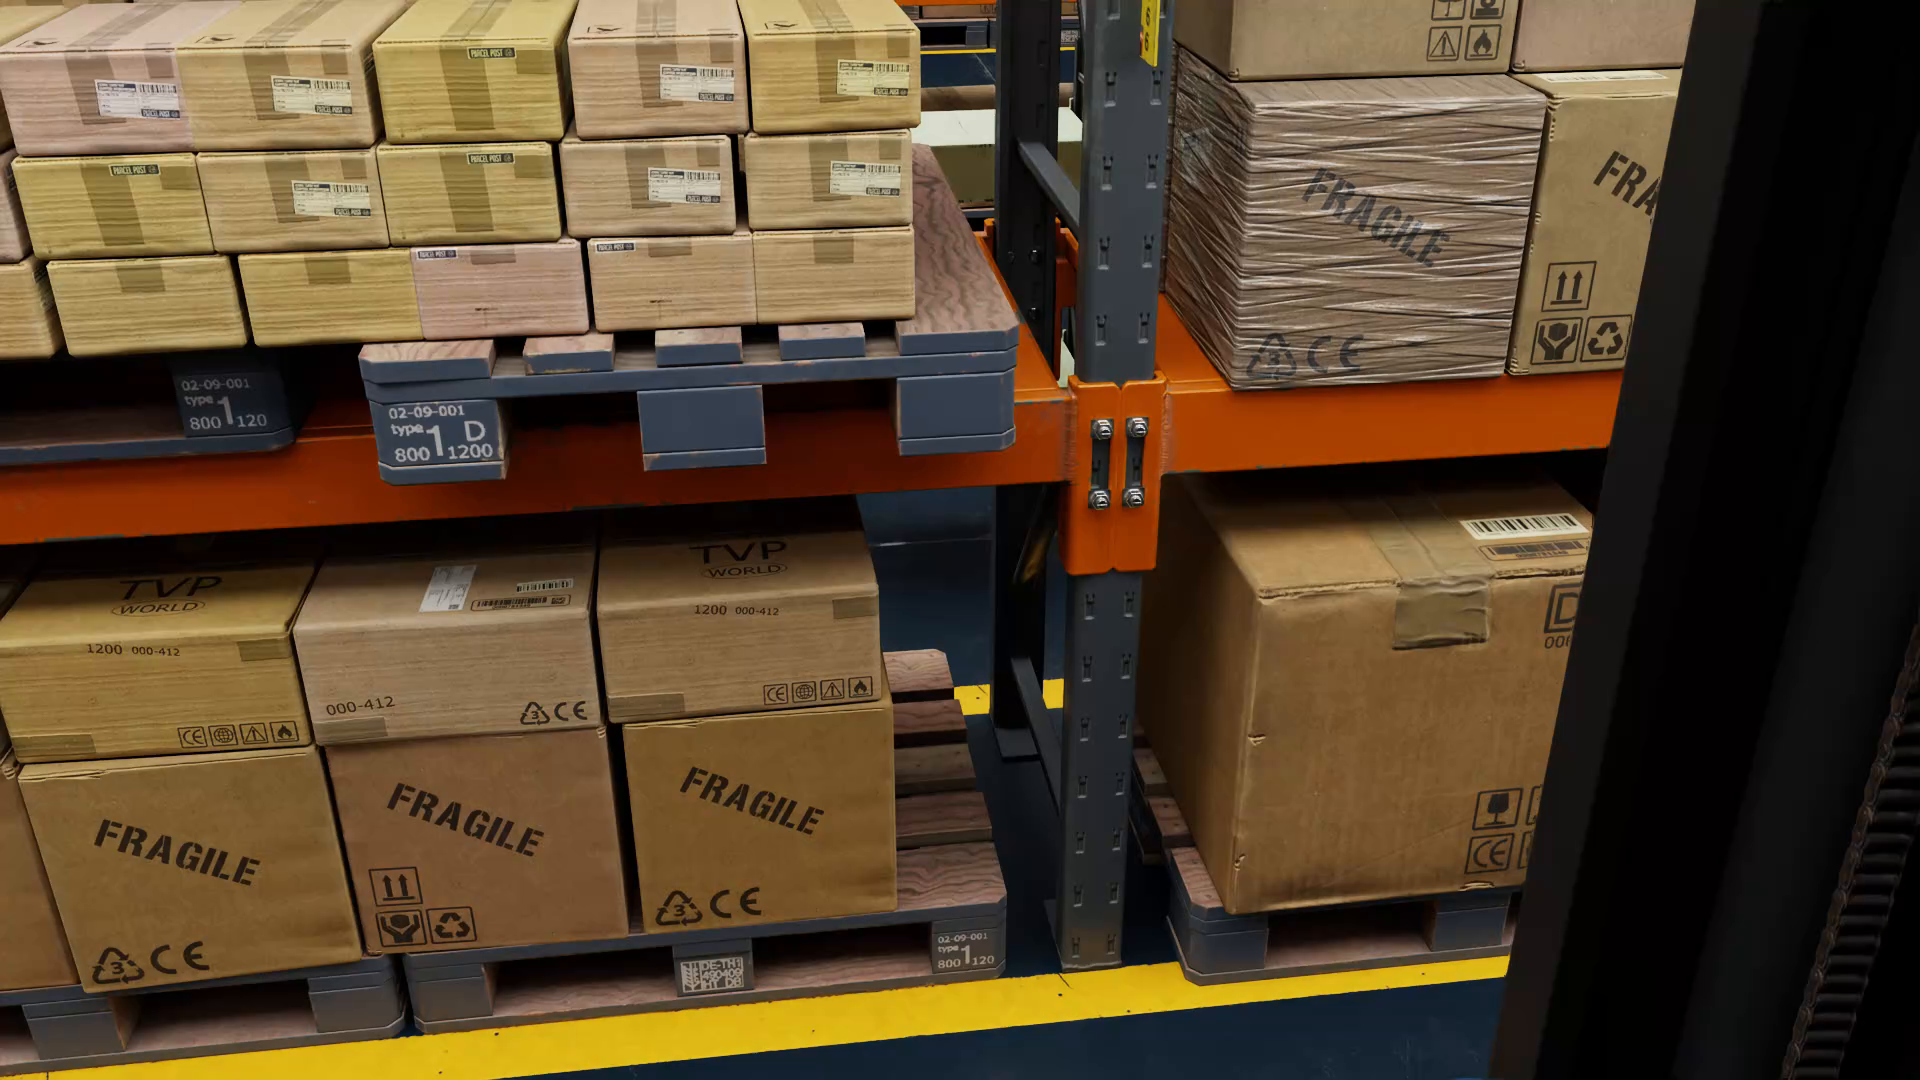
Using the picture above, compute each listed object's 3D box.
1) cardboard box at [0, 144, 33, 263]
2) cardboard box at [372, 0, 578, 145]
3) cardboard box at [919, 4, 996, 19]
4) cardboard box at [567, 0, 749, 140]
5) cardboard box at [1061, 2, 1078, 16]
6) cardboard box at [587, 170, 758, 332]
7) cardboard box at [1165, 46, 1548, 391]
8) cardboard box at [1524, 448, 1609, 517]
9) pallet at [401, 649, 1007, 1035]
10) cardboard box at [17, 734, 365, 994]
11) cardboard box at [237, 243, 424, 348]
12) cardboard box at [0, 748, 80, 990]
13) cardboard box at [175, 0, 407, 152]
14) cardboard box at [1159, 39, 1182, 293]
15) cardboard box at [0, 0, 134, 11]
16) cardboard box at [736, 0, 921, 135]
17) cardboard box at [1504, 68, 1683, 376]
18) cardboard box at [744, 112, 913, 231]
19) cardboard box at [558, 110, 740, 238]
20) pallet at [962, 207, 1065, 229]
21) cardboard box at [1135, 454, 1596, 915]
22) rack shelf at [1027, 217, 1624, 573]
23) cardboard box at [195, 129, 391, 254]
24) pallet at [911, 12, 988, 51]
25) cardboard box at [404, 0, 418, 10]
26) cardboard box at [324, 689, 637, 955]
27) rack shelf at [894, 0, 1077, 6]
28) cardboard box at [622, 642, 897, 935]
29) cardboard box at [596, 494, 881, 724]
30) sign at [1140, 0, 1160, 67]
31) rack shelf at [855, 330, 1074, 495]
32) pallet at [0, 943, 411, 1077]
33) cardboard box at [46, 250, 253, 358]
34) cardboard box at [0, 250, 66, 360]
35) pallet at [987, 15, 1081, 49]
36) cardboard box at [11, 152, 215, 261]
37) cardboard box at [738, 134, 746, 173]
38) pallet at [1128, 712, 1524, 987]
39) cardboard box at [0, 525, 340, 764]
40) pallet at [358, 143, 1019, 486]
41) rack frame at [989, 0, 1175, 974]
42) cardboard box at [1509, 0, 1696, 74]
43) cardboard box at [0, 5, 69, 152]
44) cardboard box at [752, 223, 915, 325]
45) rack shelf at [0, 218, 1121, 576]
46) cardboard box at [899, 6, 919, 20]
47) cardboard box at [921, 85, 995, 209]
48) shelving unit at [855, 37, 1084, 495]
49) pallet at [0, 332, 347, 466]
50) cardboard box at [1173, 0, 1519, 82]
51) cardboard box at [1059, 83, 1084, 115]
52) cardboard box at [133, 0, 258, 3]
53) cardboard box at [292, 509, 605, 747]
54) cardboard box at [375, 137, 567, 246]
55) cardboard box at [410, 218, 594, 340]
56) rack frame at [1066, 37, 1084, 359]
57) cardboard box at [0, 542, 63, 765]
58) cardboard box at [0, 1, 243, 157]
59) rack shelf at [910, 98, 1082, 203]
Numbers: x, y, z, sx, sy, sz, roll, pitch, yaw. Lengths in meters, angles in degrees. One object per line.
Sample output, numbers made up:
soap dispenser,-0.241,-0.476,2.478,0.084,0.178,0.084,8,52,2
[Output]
cardboard box,-1.495,-0.543,2.513,0.250,0.149,0.380,-3,27,-6
cardboard box,-0.722,-0.726,2.543,0.250,0.149,0.380,-3,27,-6
cardboard box,-0.012,-4.340,12.564,0.625,0.625,0.875,-3,27,-5
cardboard box,-0.463,-0.743,2.575,0.250,0.149,0.380,-4,27,-8
cardboard box,0.655,-4.383,12.648,0.625,0.625,0.875,-5,28,-9
cardboard box,-0.463,-0.477,2.709,0.250,0.149,0.380,-4,27,-7
cardboard box,0.690,-0.607,3.038,0.500,0.500,0.500,-3,27,-7
cardboard box,1.688,0.103,3.769,0.750,0.750,1.050,-3,27,-6
pallet,-0.567,0.633,3.784,1.213,0.211,1.003,-4,27,-7
cardboard box,-1.444,0.501,3.265,0.500,0.500,0.500,-5,28,-9
cardboard box,-0.965,-0.446,2.650,0.250,0.149,0.380,-4,27,-8
cardboard box,-1.944,0.523,3.224,0.500,0.500,0.500,-3,27,-6
cardboard box,-0.986,-0.707,2.506,0.250,0.149,0.380,-3,27,-6
cardboard box,0.616,-0.851,3.513,0.500,0.500,0.500,-4,27,-7
cardboard box,-1.579,-0.970,3.018,0.250,0.149,0.380,-3,27,-6
cardboard box,-0.214,-0.758,2.604,0.250,0.149,0.380,-5,28,-9
cardboard box,1.193,-0.641,3.104,0.500,0.500,0.500,-4,27,-8
cardboard box,-0.218,-0.626,2.674,0.250,0.149,0.380,-3,27,-6
cardboard box,-0.482,-0.609,2.640,0.250,0.149,0.380,-3,27,-5
pallet,0.192,-1.696,8.324,1.213,0.211,1.003,-4,27,-7
cardboard box,0.823,0.160,3.657,0.750,0.750,1.050,-4,27,-8
rack shelf,2.188,-0.463,3.655,4.000,0.370,1.077,-4,27,-7
cardboard box,-0.990,-0.575,2.574,0.250,0.149,0.380,-4,27,-7
pallet,-0.457,-3.925,12.669,1.213,0.211,1.003,-4,27,-7
cardboard box,-1.049,-1.006,3.088,0.250,0.149,0.380,-5,28,-9
cardboard box,-0.922,0.460,3.345,0.500,0.500,0.500,-3,27,-5
rack shelf,1.398,-2.695,8.004,4.000,0.370,1.077,-4,27,-7
cardboard box,-0.408,0.429,3.406,0.500,0.500,0.500,-4,27,-7
cardboard box,-0.433,0.097,3.231,0.500,0.250,0.500,-4,27,-8
sign,0.292,-0.891,2.520,0.005,0.325,0.100,-4,27,-7
rack shelf,0.007,-0.378,5.057,0.720,0.370,0.431,-4,27,-7
pallet,-1.772,0.710,3.636,1.213,0.211,1.003,-4,27,-7
cardboard box,-1.231,-0.429,2.615,0.250,0.149,0.380,-5,28,-9
cardboard box,-1.488,-0.413,2.584,0.250,0.149,0.380,-3,27,-6
pallet,0.749,-4.001,12.817,1.213,0.211,1.003,-4,27,-7
cardboard box,-1.237,-0.560,2.546,0.250,0.149,0.380,-4,27,-7
cardboard box,-0.529,-0.777,3.294,0.250,0.149,0.380,-2,27,-5
pallet,0.999,0.568,3.911,1.213,0.211,1.003,-4,27,-7
cardboard box,-1.437,0.160,3.110,0.500,0.250,0.500,-3,27,-6
pallet,-0.483,-0.477,3.105,1.003,0.211,1.213,-4,27,-7
rack frame,0.207,-0.656,3.243,0.127,3.000,1.000,-4,27,-7
cardboard box,1.154,-1.202,3.103,0.500,0.500,0.700,-4,27,-8
cardboard box,-1.495,-0.676,2.446,0.250,0.149,0.380,-2,27,-5
cardboard box,-0.217,-0.492,2.739,0.250,0.149,0.380,-3,27,-6
rack shelf,-1.773,-0.209,3.160,4.000,0.370,1.077,-4,27,-7
cardboard box,-0.658,-4.295,12.476,0.625,0.625,0.875,-3,27,-5
cardboard box,-0.021,-1.937,8.157,0.625,0.372,0.950,-5,28,-11
shelving unit,0.007,-0.668,4.908,0.755,1.500,0.431,-4,27,-7
pallet,-1.747,-0.427,3.006,1.213,0.211,1.003,-4,27,-7
cardboard box,0.653,-1.170,3.039,0.500,0.500,0.700,-4,27,-7
cardboard box,0.708,-1.987,8.256,0.625,0.372,0.950,-4,27,-8
cardboard box,-1.316,-0.988,3.053,0.250,0.149,0.380,-2,27,-5
cardboard box,-0.932,0.134,3.159,0.500,0.250,0.500,-3,27,-6
cardboard box,-0.743,-0.591,2.605,0.250,0.149,0.380,-3,27,-6
cardboard box,-0.718,-0.461,2.677,0.250,0.149,0.380,-3,27,-6
rack frame,0.369,-0.691,4.954,0.023,1.500,0.400,-4,27,-7
cardboard box,-1.952,0.197,3.037,0.500,0.250,0.500,-3,27,-5
cardboard box,-1.226,-0.695,2.482,0.250,0.149,0.380,-4,27,-7
rack shelf,0.007,-1.015,4.730,0.720,0.370,0.431,-4,27,-7
